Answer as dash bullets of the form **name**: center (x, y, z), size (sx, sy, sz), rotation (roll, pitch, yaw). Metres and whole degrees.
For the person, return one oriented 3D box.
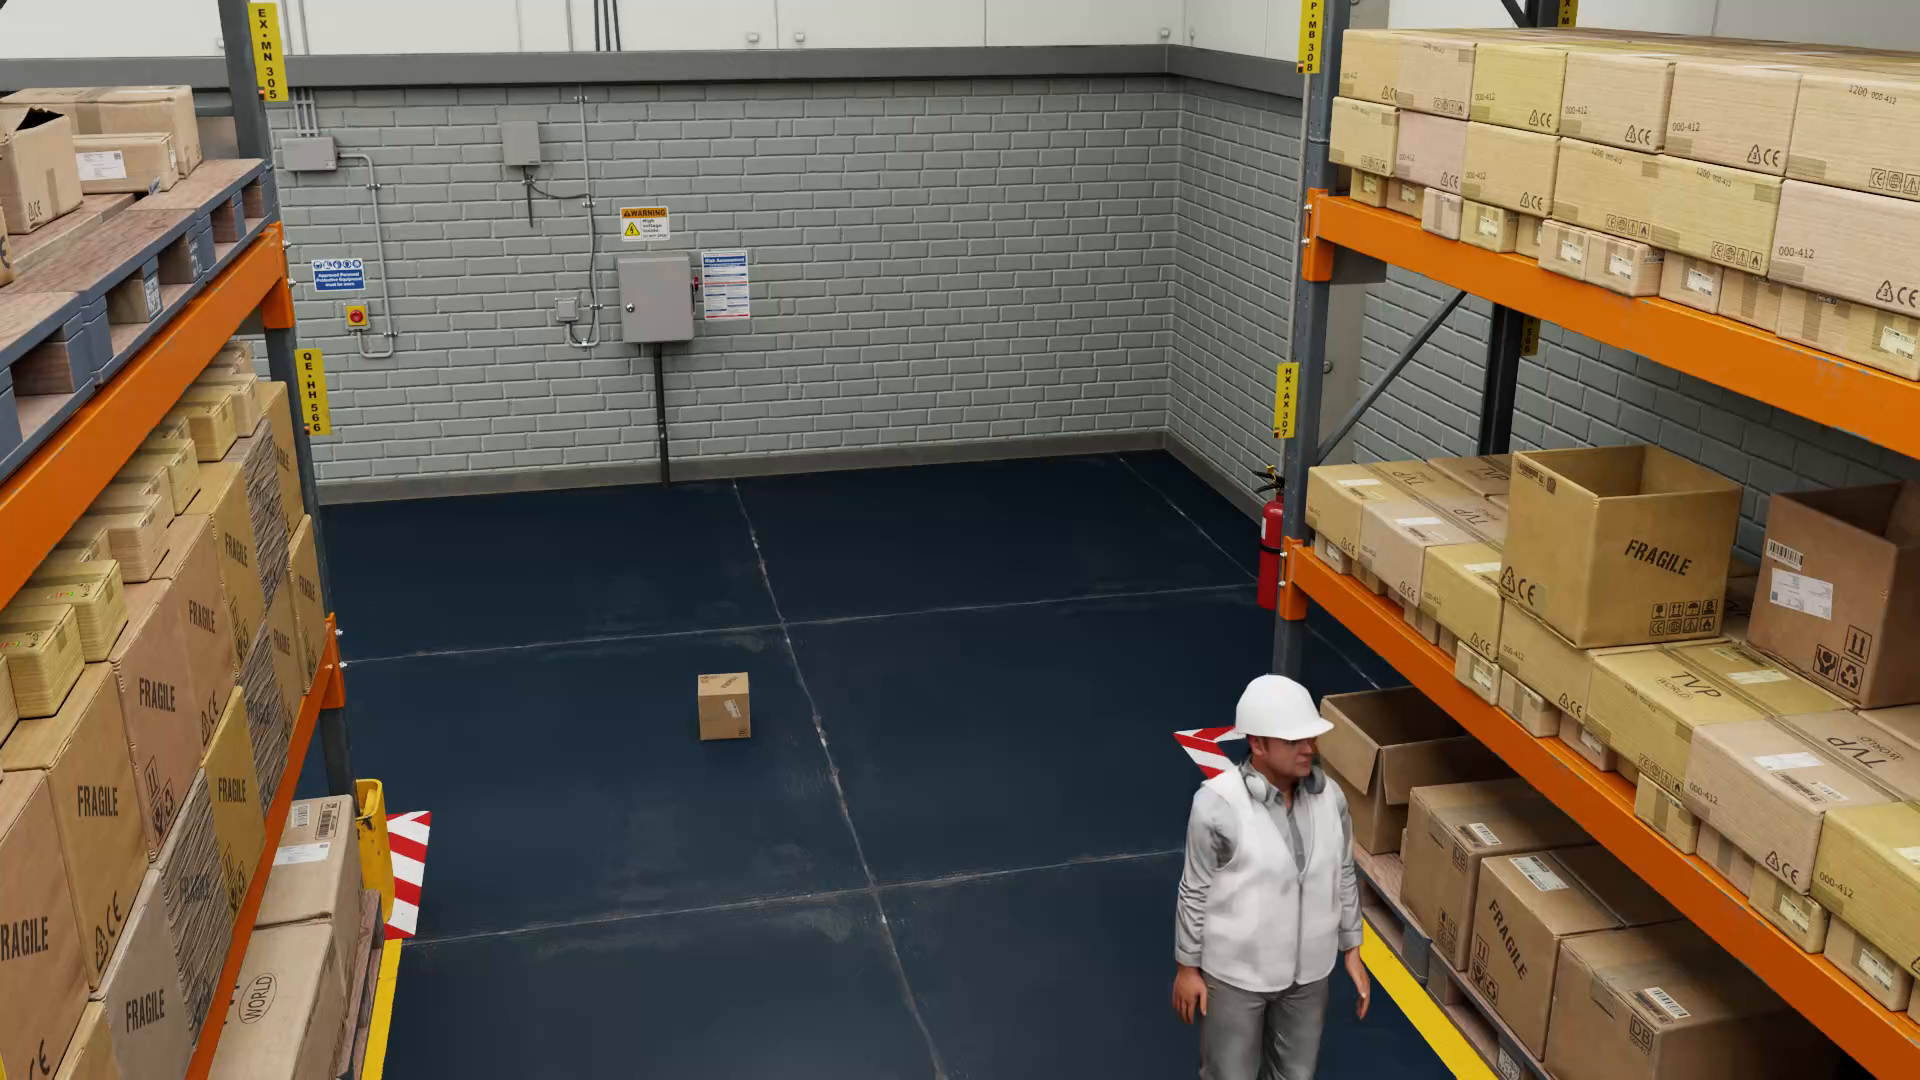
- **person**: center (0.928, 1.289, 4.900), size (0.576, 1.841, 0.452), rotation (-7, 21, -20)
